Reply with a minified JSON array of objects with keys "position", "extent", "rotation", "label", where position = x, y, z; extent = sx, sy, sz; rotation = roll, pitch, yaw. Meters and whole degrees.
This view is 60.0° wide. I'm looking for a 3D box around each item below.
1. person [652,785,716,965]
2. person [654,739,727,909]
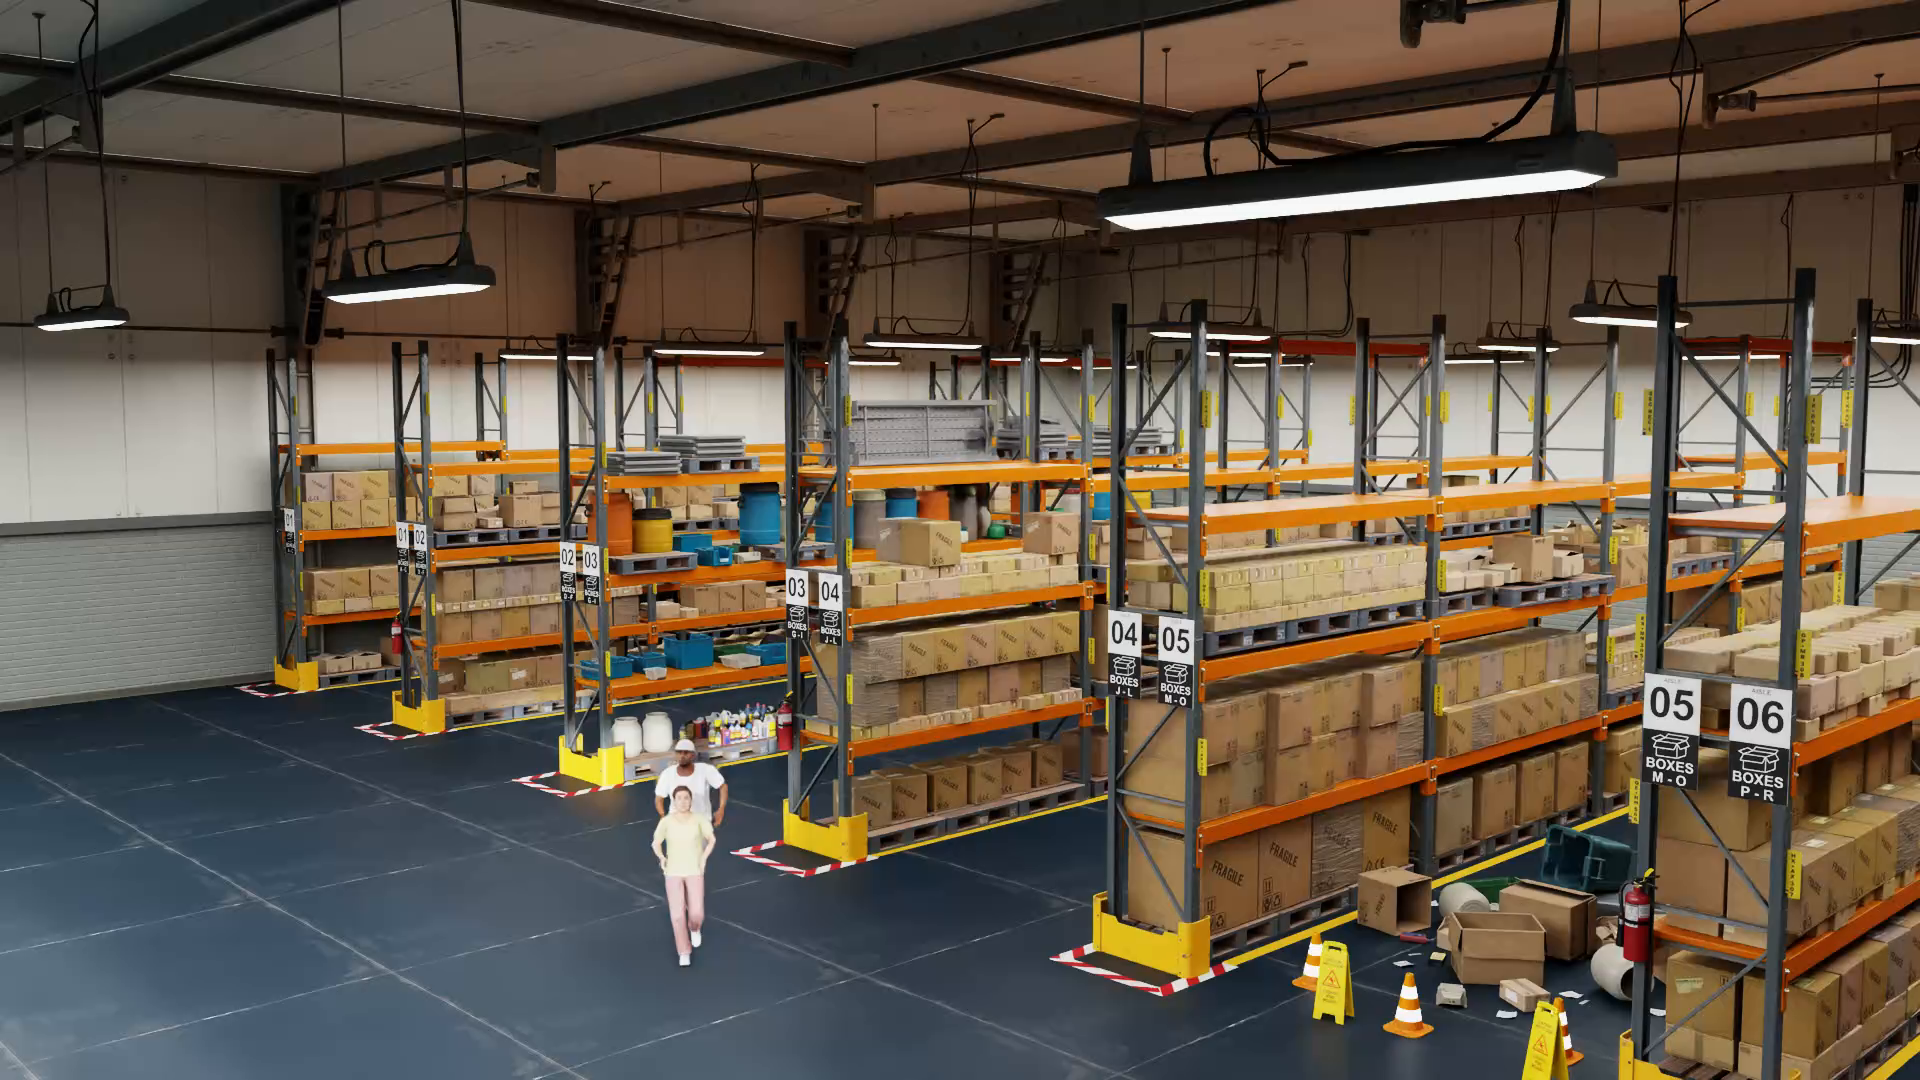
[{"position":[-2.519,3.042,15.167],"extent":[0.578,1.620,0.513],"rotation":[-1,5,-8],"label":"person"},{"position":[-2.729,2.857,16.832],"extent":[0.726,1.728,0.666],"rotation":[0,5,-1],"label":"person"}]
